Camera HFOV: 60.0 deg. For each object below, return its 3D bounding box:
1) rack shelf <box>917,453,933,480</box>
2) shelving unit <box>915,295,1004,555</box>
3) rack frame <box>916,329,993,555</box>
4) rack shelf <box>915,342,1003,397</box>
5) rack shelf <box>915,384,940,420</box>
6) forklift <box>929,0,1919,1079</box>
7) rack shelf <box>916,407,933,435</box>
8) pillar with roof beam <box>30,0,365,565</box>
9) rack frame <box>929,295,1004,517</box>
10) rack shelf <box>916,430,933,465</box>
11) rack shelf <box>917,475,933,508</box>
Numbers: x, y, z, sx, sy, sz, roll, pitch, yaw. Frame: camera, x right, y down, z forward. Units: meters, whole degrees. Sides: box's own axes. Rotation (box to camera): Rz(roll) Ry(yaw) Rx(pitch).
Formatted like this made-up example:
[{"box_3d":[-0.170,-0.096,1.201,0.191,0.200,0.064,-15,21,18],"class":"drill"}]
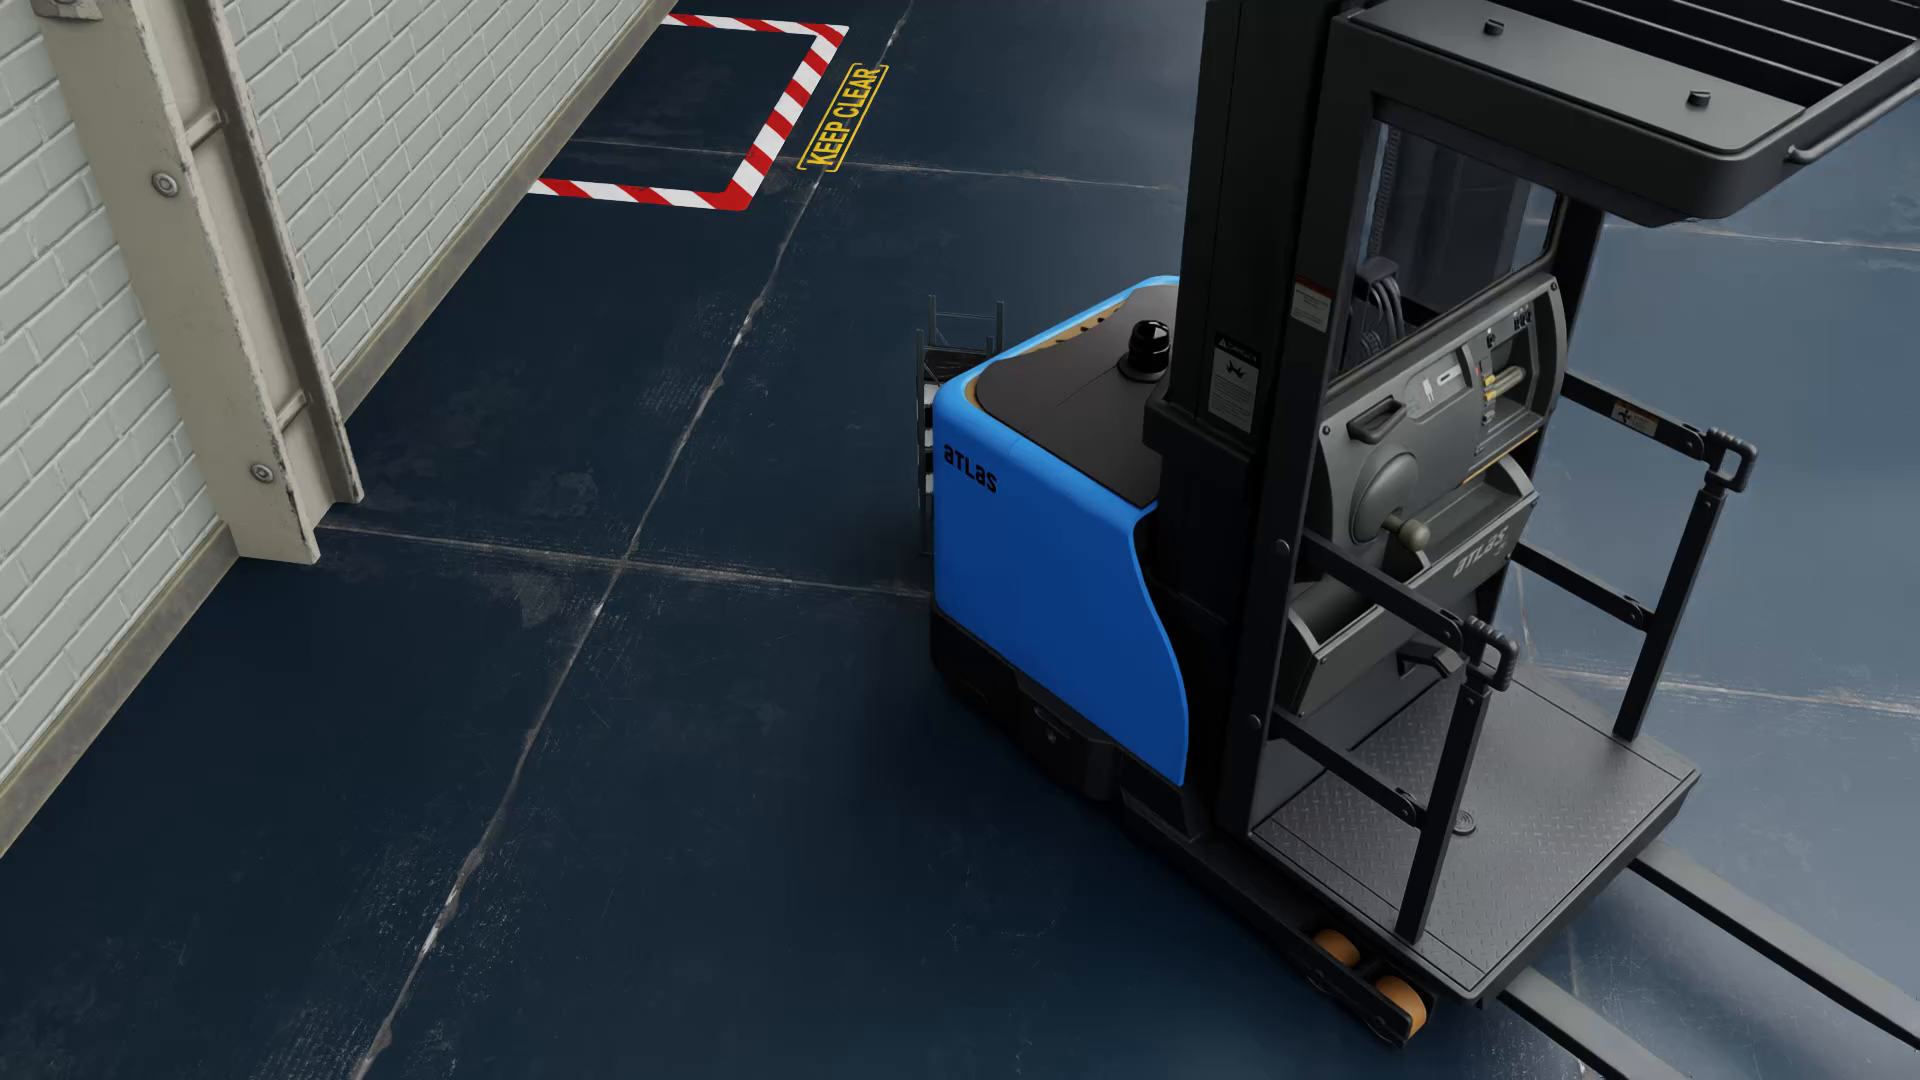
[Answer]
[{"box_3d":[0.001,-0.257,5.548,0.258,0.077,0.200,6,40,8],"class":"rack shelf"},{"box_3d":[0.001,-0.352,5.469,0.258,0.900,0.210,6,40,8],"class":"shelving unit"},{"box_3d":[-0.016,-0.288,5.392,0.240,0.900,0.006,6,40,8],"class":"rack frame"},{"box_3d":[0.001,-0.534,5.319,0.258,0.077,0.200,6,40,8],"class":"rack shelf"},{"box_3d":[0.001,-0.465,5.376,0.258,0.077,0.200,6,40,8],"class":"rack shelf"},{"box_3d":[1.271,-0.232,3.731,1.130,2.935,3.031,-30,48,-31],"class":"forklift"},{"box_3d":[0.001,-0.396,5.433,0.258,0.077,0.200,6,40,8],"class":"rack shelf"},{"box_3d":[1.927,-3.051,2.378,9.100,9.000,0.400,6,40,8],"class":"pillar with roof beam"},{"box_3d":[0.019,-0.416,5.547,0.240,0.900,0.006,6,40,8],"class":"rack frame"},{"box_3d":[0.001,-0.326,5.491,0.258,0.077,0.200,6,40,8],"class":"rack shelf"},{"box_3d":[0.001,-0.187,5.605,0.258,0.077,0.200,6,40,8],"class":"rack shelf"}]
